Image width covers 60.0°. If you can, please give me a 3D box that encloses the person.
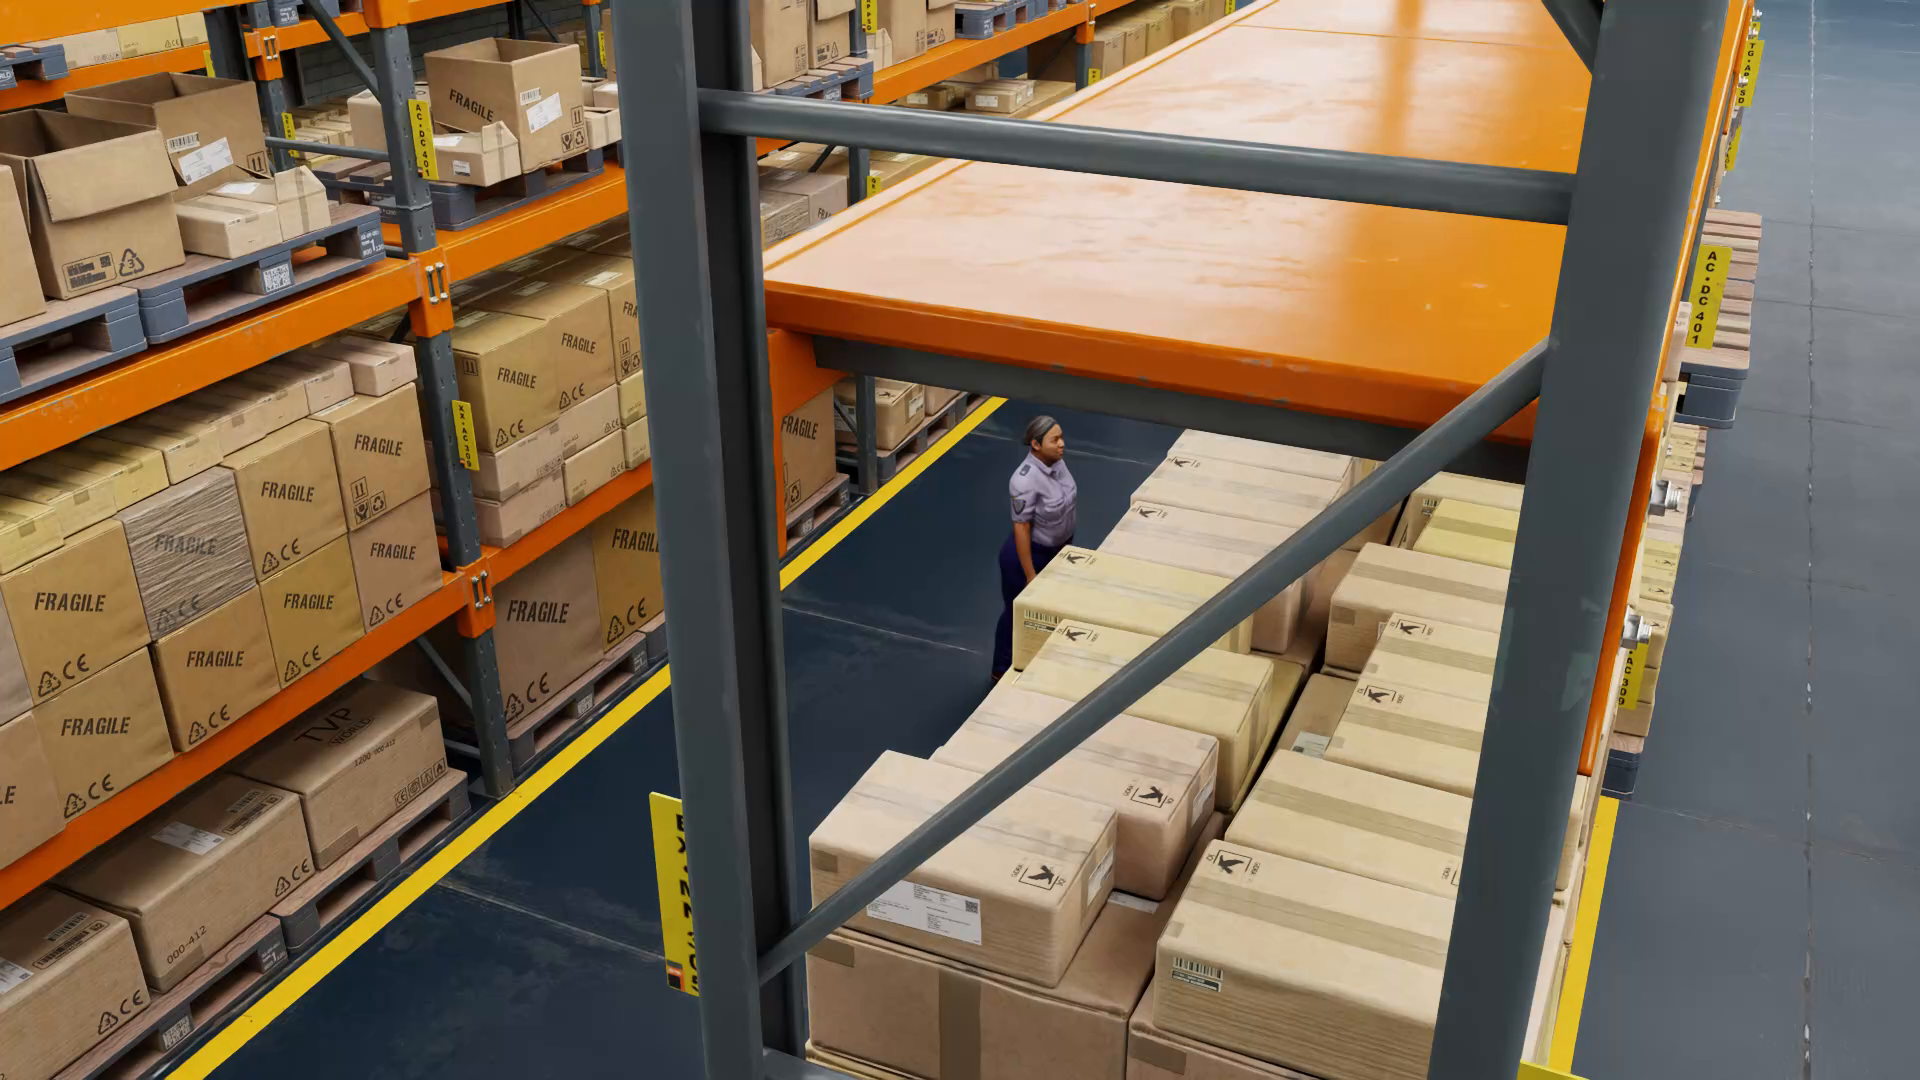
[{"bbox_3d":[0.486,0.123,8.880,0.683,1.656,0.493,17,31,30],"label":"person"}]
